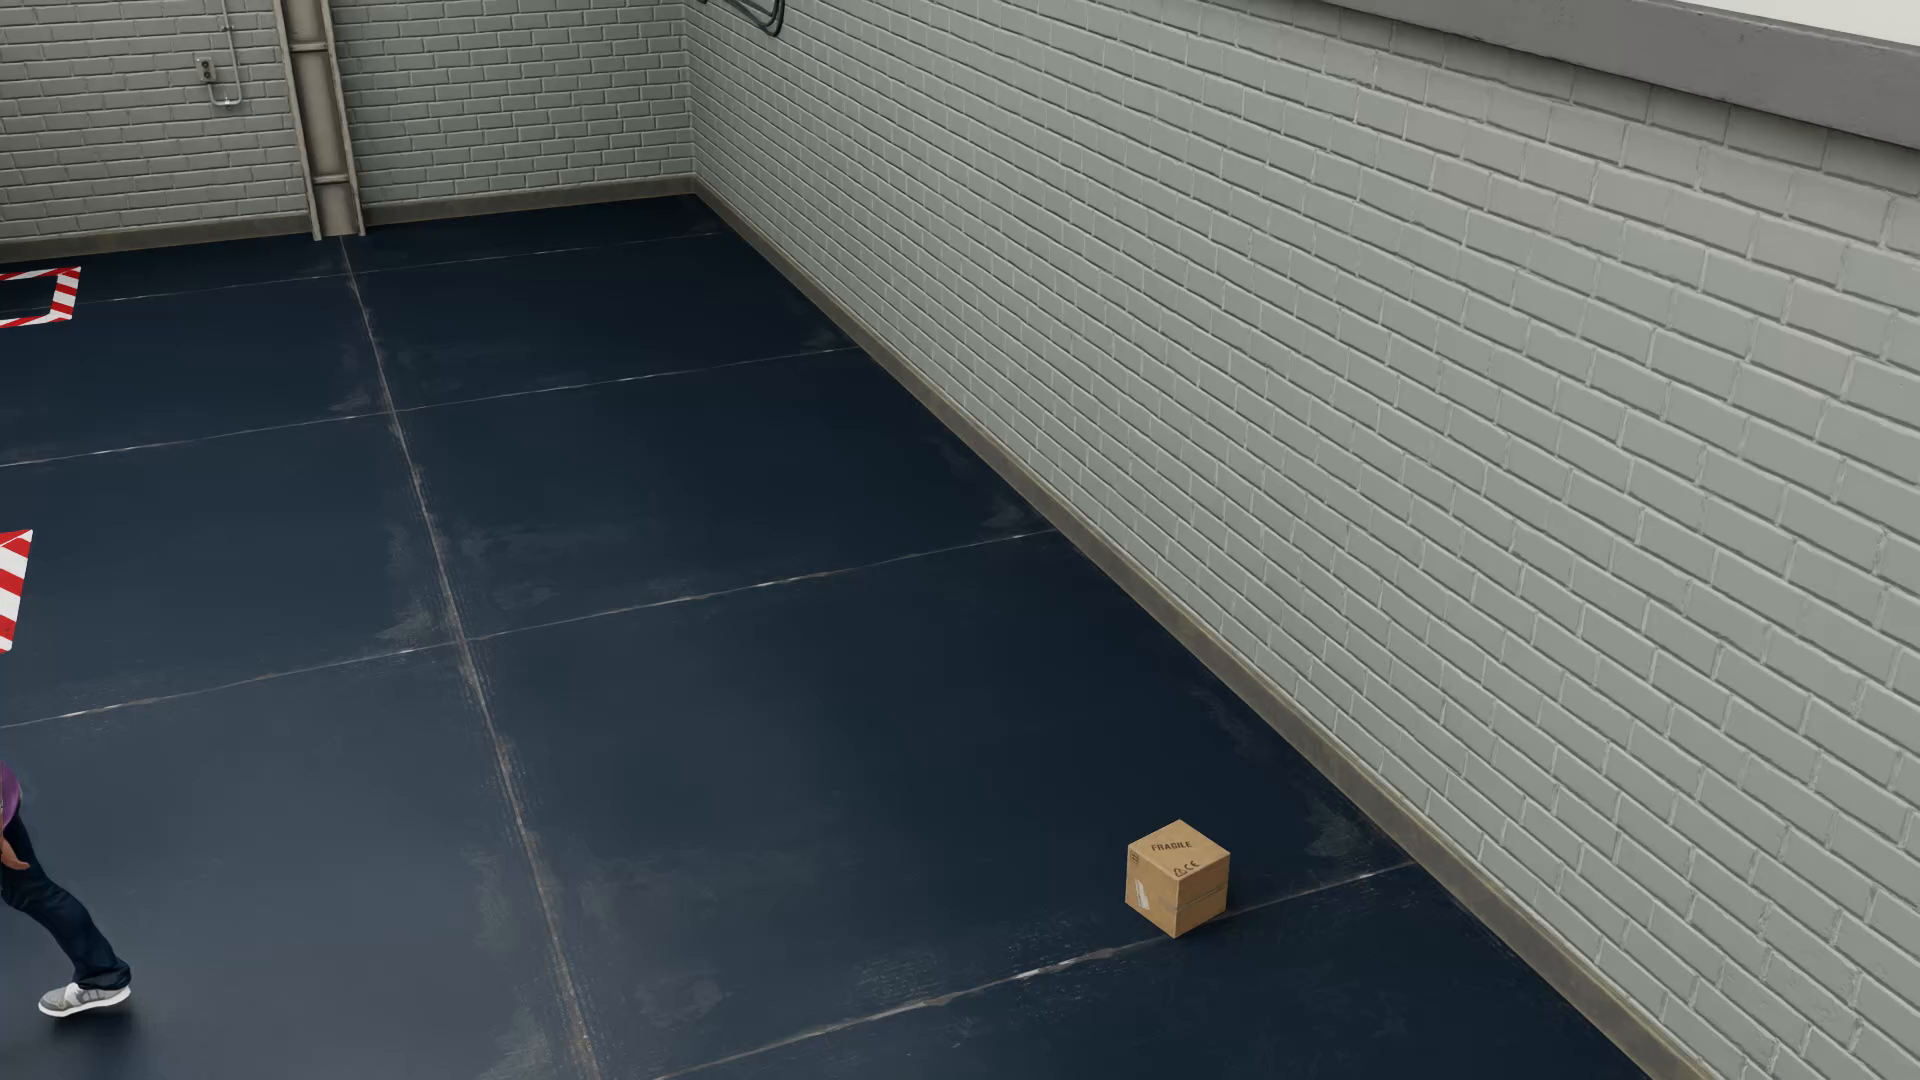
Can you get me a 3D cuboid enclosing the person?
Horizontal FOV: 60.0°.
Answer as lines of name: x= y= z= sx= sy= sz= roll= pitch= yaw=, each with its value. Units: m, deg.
person: x=-3.024 y=0.845 z=4.908 sx=0.794 sy=1.590 sz=0.408 roll=-8 pitch=27 yaw=-16
